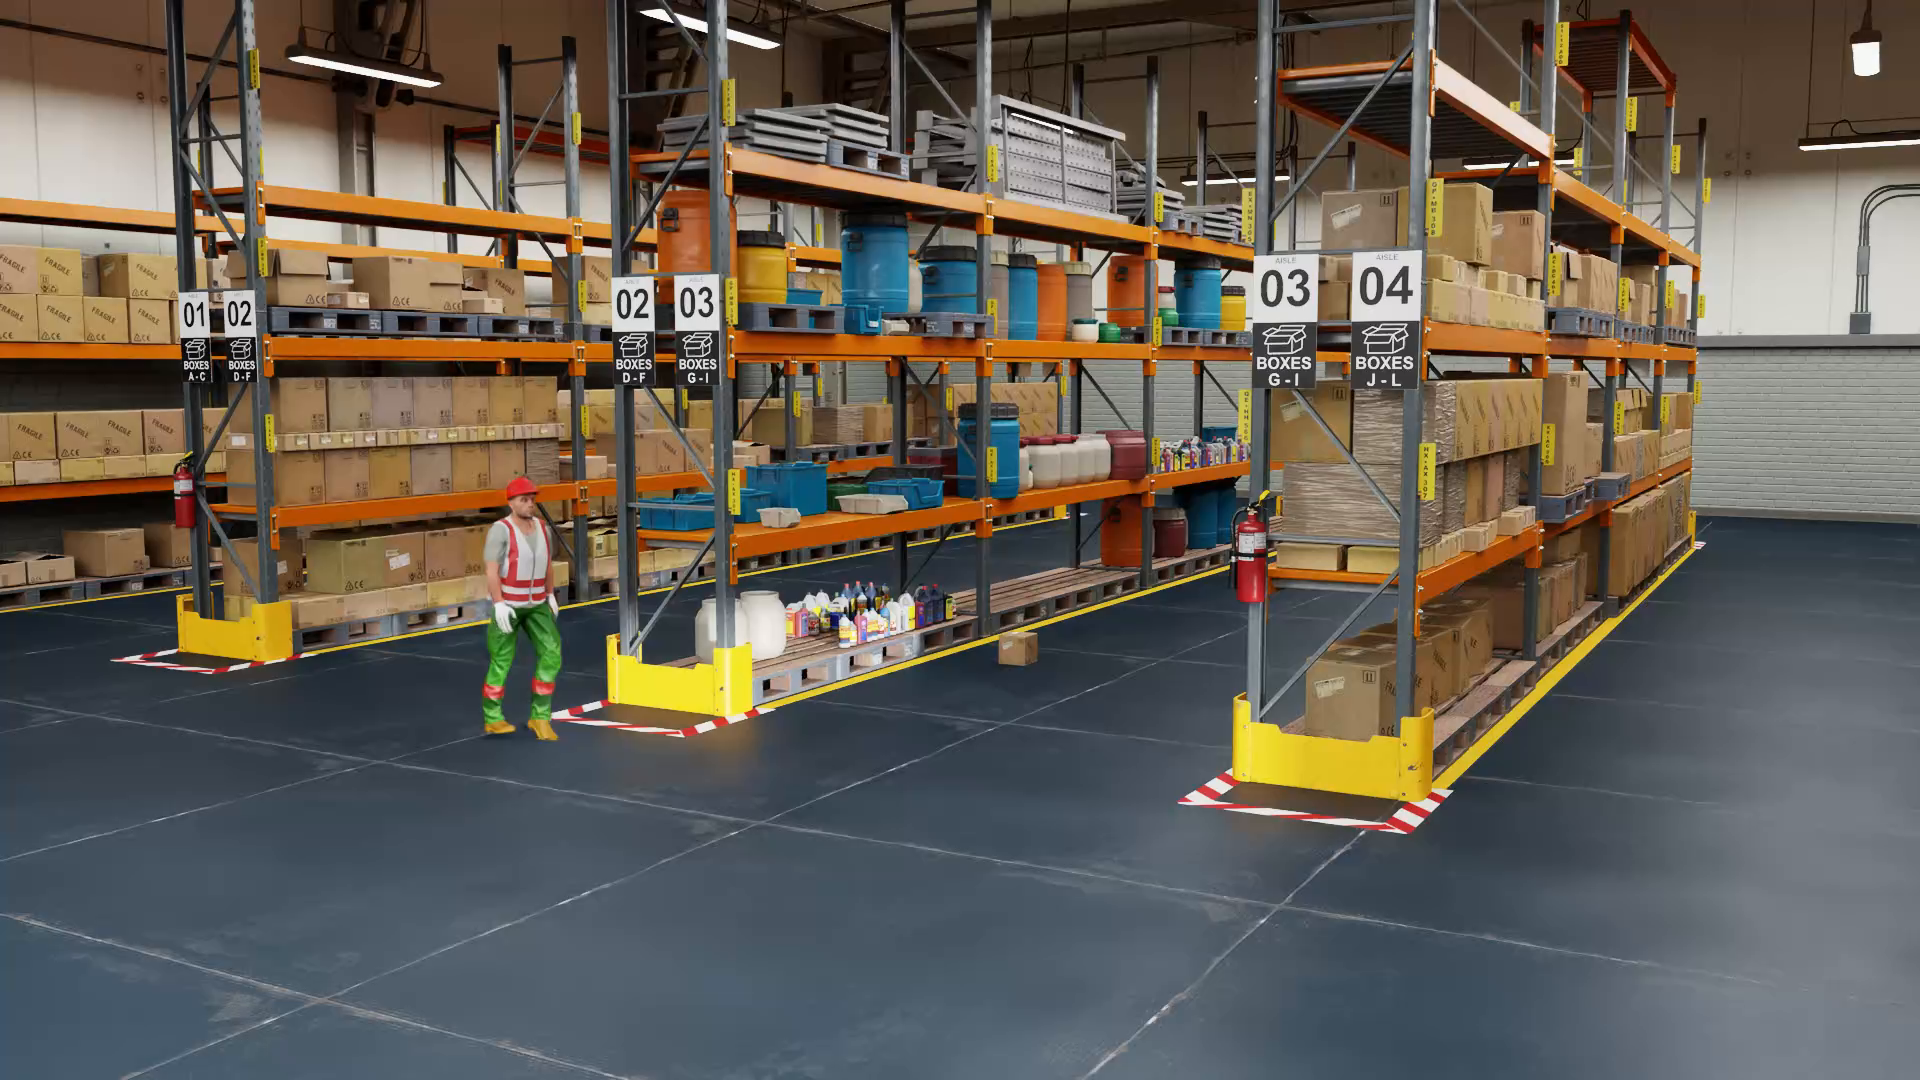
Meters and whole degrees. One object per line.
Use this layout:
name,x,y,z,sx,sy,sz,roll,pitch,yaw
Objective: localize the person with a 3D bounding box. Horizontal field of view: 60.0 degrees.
person,-2.991,0.482,11.389,0.556,1.832,0.685,5,7,39
